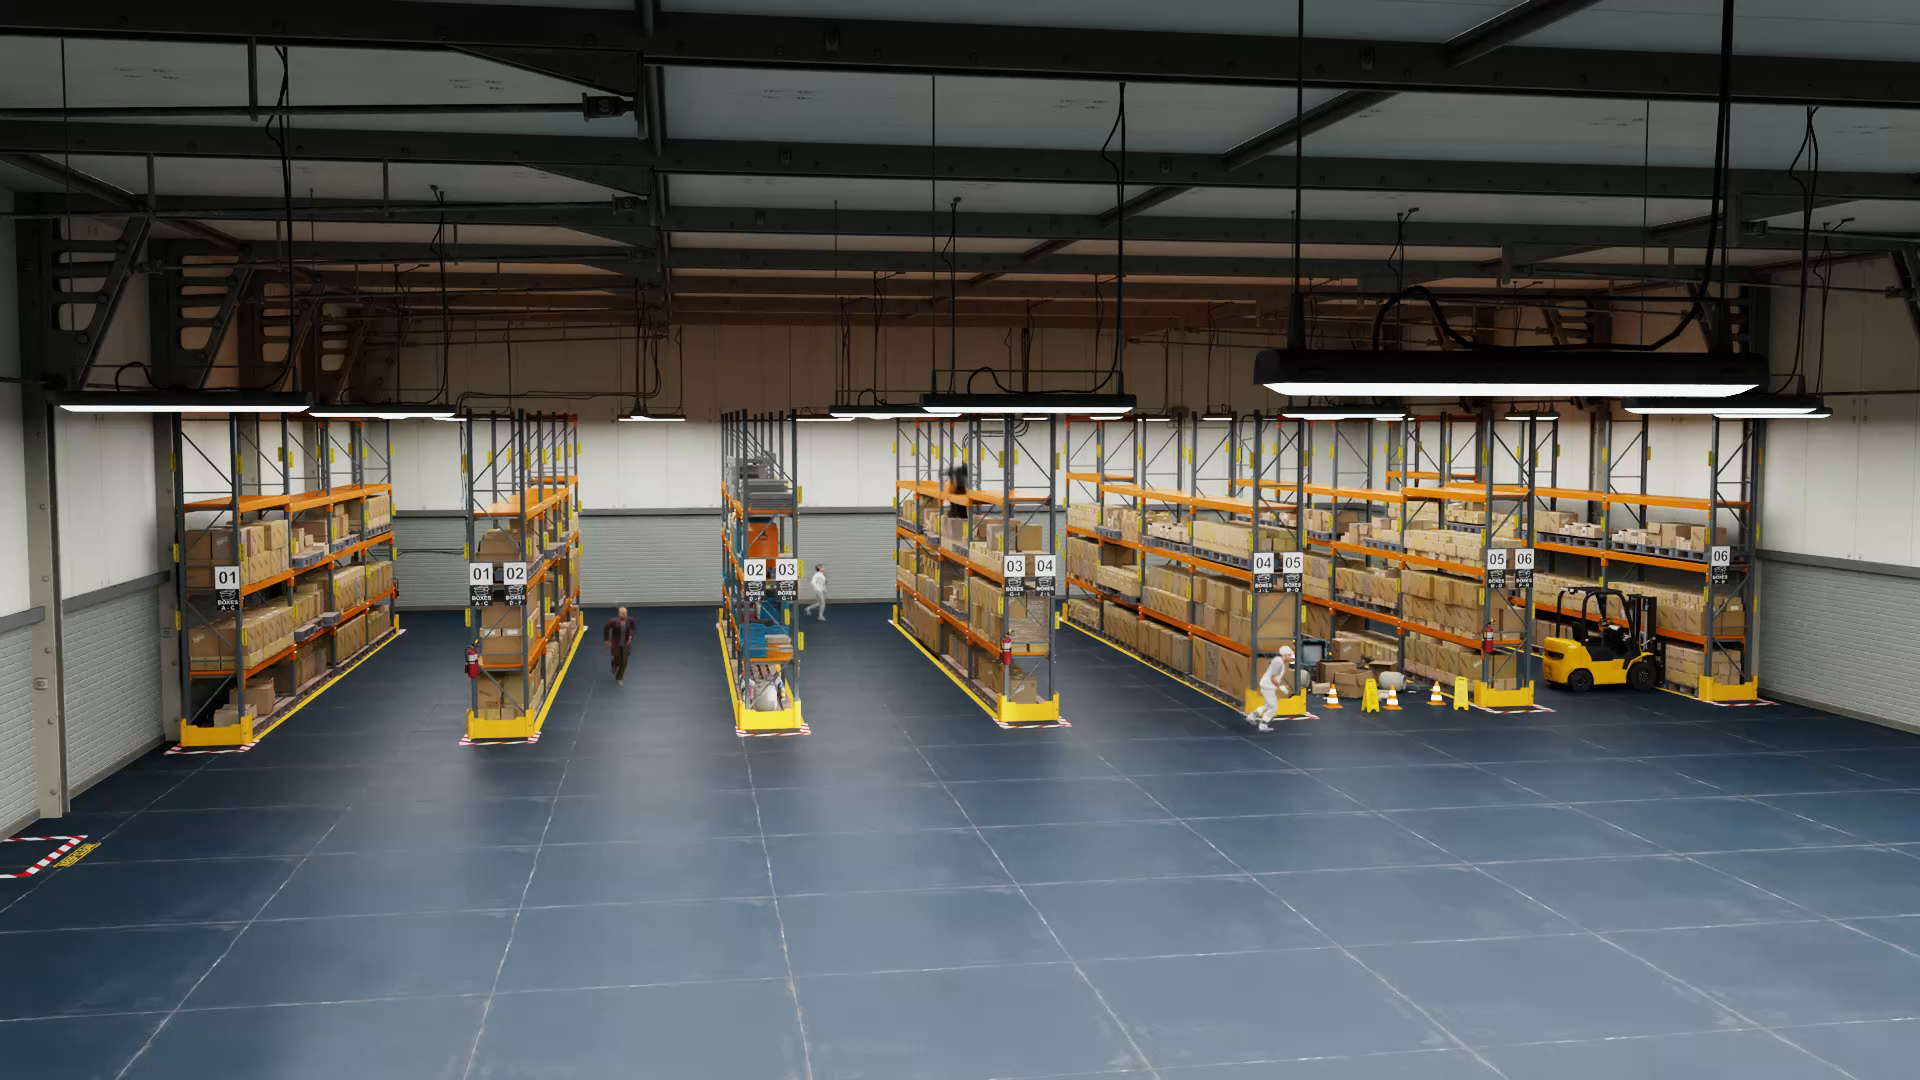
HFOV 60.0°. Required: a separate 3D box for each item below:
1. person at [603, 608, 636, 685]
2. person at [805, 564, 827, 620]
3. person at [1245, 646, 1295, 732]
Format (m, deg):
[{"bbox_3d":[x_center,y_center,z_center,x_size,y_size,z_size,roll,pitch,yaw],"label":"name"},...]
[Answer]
[{"bbox_3d":[-7.526,2.329,36.736,0.712,1.719,0.805,-2,5,-30],"label":"person"},{"bbox_3d":[-4.194,1.507,48.925,0.687,1.644,0.682,1,4,15],"label":"person"},{"bbox_3d":[5.739,2.754,30.829,0.910,1.633,0.637,1,4,16],"label":"person"}]
